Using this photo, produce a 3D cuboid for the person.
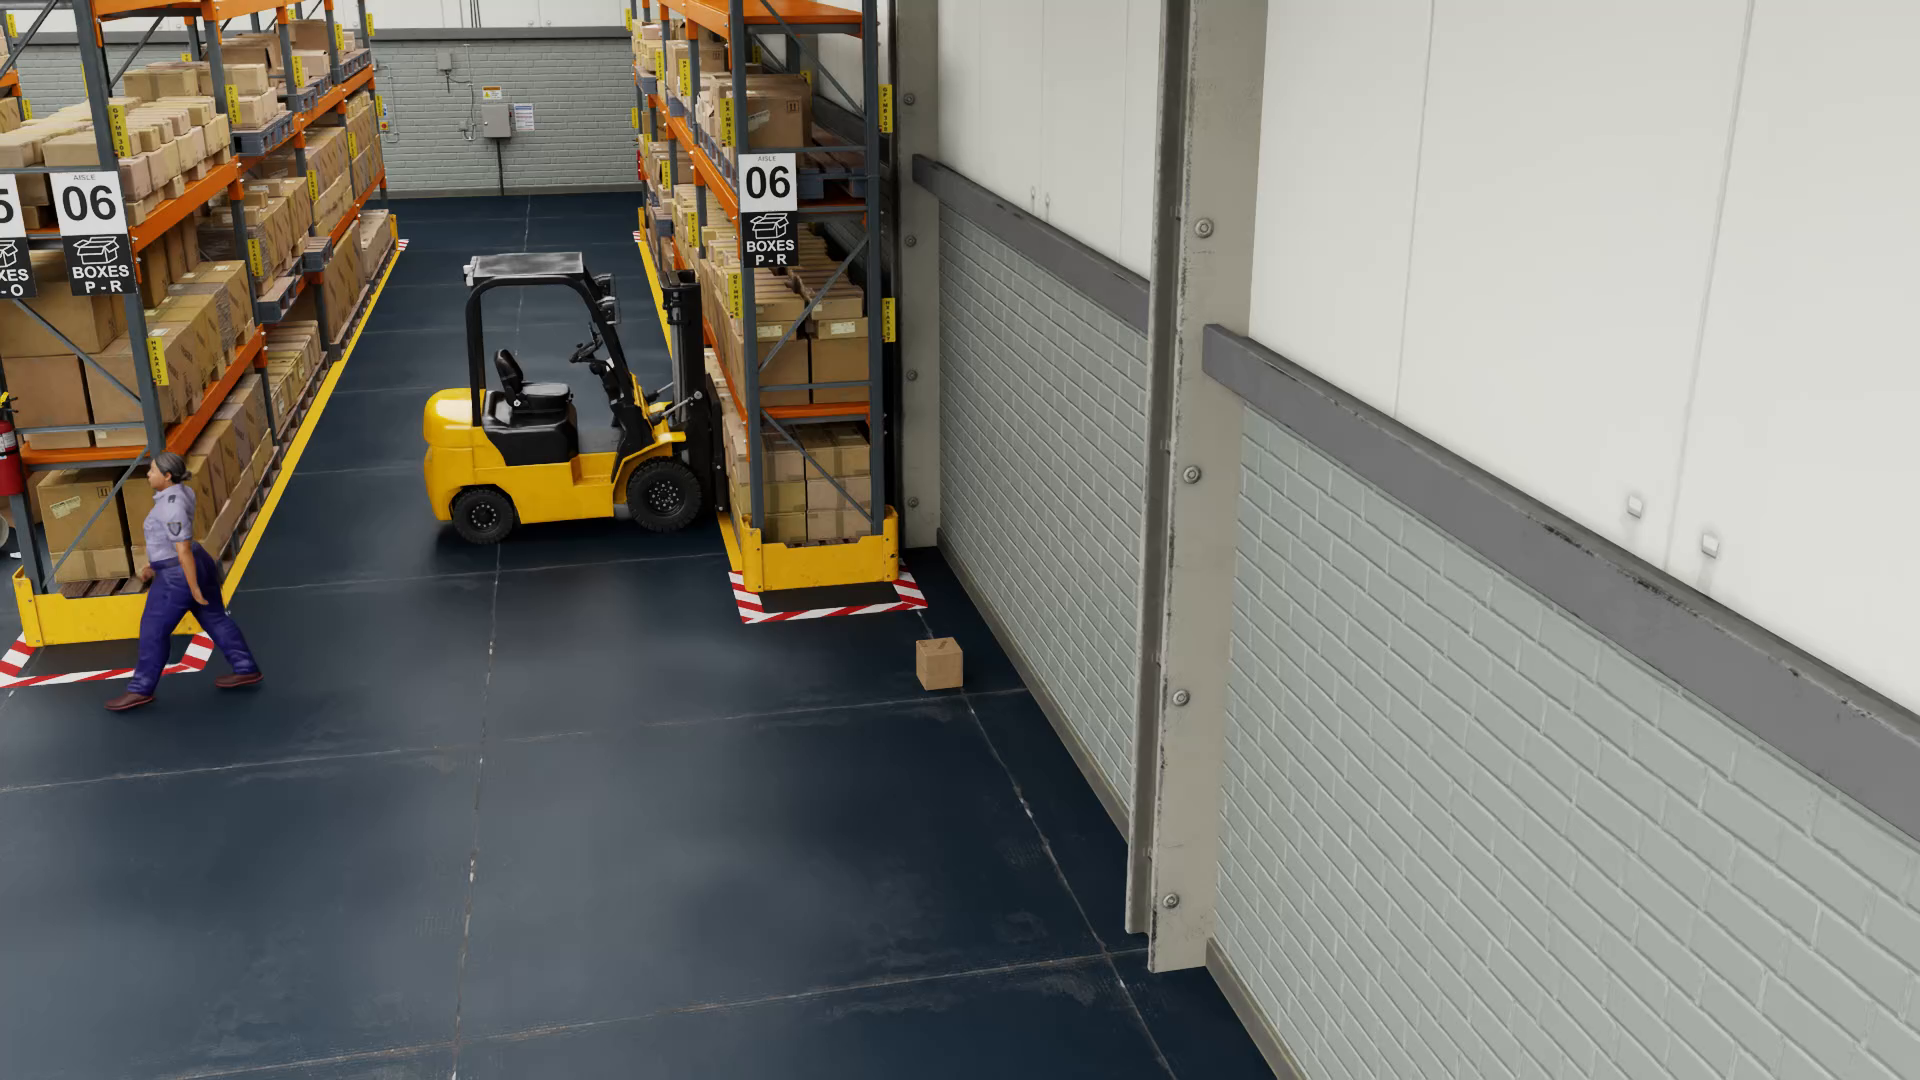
[{"bbox_3d":[-4.979,0.224,10.456,0.900,1.607,0.487,-3,20,-8],"label":"person"}]
